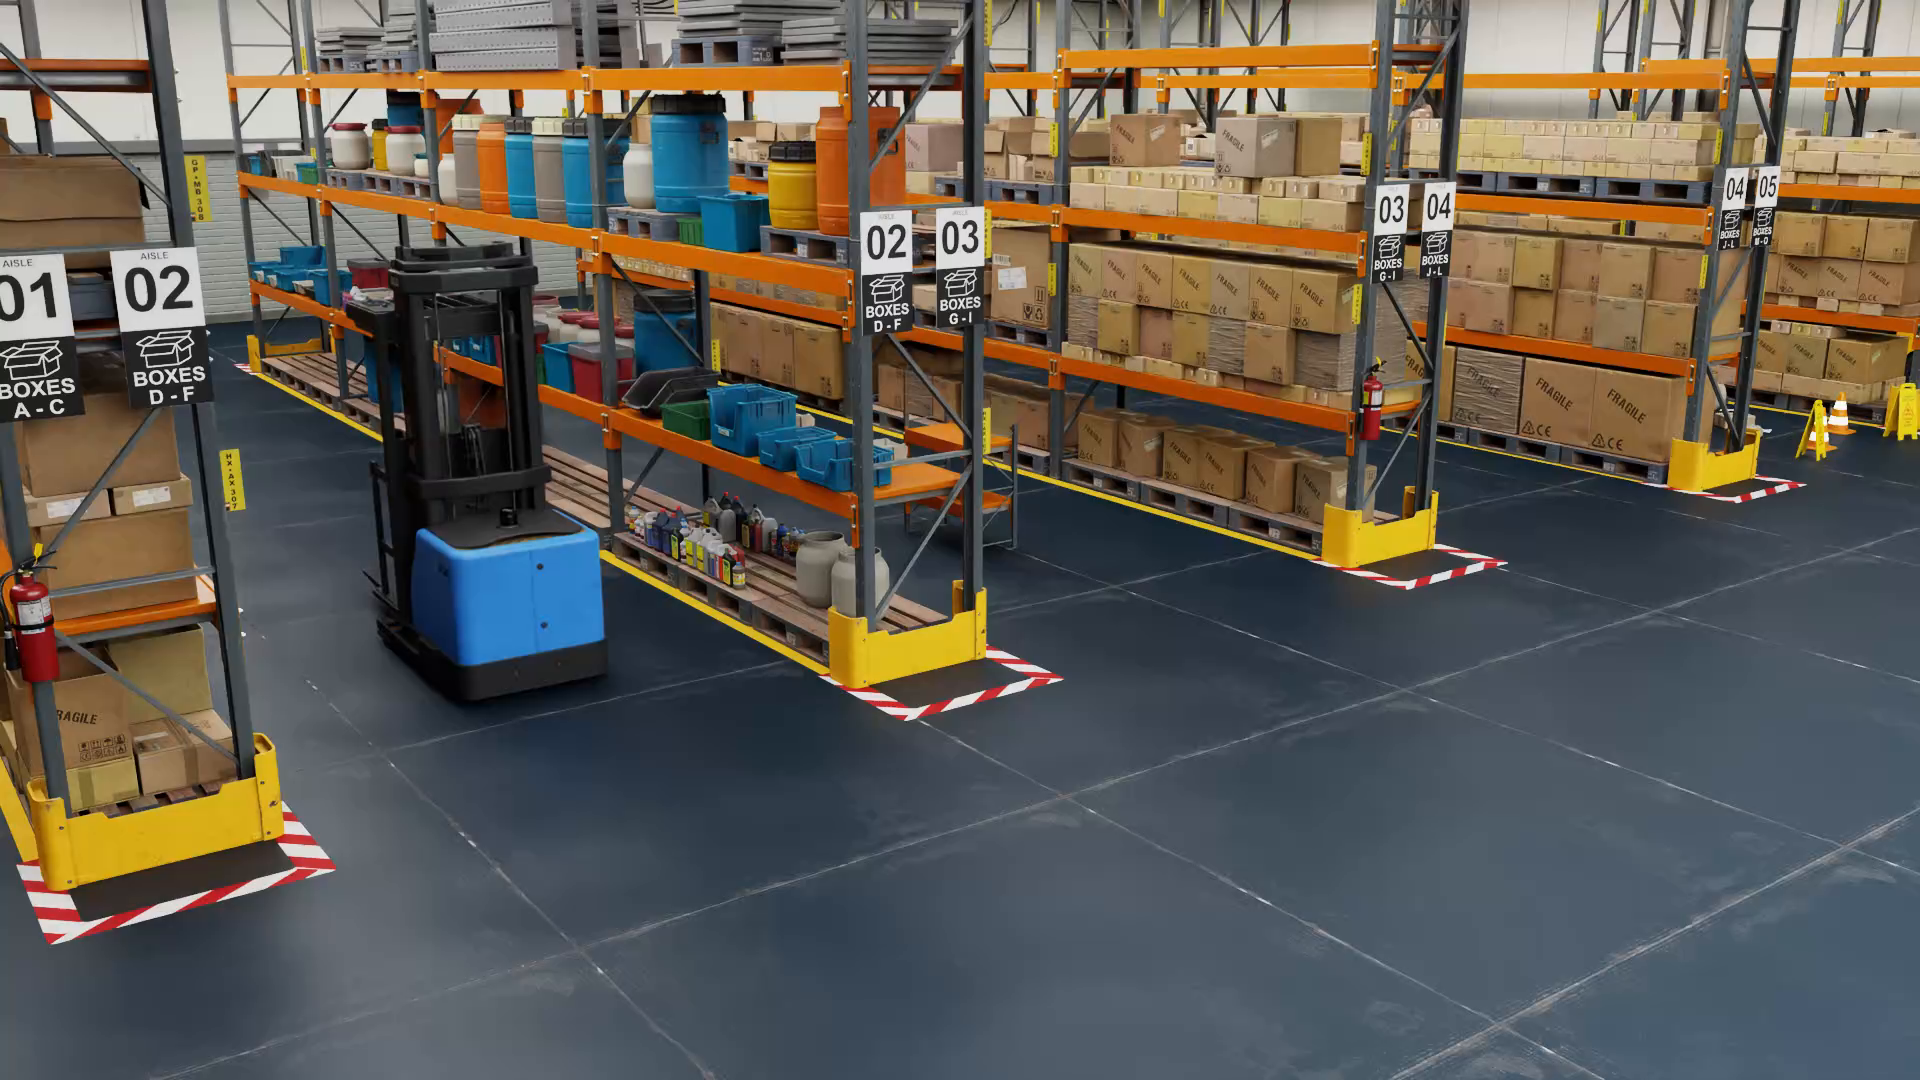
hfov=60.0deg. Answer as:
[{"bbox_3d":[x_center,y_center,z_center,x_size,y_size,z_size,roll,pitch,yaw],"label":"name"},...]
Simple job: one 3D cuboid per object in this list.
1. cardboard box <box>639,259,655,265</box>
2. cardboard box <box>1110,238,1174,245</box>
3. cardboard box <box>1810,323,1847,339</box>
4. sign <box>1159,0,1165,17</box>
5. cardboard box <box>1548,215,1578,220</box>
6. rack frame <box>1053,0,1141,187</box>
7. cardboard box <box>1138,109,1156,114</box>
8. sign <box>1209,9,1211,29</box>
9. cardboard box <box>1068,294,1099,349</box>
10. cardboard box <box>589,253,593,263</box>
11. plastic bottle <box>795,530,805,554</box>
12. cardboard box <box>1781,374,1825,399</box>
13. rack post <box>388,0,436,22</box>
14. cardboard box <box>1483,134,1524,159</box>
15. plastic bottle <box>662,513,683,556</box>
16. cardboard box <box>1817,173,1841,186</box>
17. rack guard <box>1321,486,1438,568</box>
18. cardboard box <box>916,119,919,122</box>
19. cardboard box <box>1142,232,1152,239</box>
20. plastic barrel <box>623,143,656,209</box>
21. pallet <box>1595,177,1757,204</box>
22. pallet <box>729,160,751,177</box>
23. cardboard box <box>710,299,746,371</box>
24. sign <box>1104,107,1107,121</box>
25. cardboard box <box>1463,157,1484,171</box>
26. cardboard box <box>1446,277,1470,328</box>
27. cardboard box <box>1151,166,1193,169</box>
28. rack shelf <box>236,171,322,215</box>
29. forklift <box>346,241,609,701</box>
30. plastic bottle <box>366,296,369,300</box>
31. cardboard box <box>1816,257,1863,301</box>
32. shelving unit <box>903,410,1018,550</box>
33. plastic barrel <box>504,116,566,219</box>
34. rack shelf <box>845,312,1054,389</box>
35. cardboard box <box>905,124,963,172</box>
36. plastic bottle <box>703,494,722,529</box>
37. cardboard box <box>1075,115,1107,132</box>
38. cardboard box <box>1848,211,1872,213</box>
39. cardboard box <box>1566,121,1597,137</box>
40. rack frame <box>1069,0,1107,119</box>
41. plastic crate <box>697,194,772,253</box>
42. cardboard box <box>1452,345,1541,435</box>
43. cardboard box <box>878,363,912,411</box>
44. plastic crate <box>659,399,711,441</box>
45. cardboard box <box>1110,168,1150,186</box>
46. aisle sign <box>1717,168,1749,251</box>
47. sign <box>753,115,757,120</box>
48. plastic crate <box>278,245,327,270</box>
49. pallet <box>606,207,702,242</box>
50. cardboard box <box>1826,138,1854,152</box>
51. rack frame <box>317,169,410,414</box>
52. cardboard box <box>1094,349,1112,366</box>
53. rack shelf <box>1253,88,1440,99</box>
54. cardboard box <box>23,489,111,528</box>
[{"bbox_3d":[-4.404,-4.218,24.524,0.500,0.250,0.500,-10,18,-33],"label":"cardboard box"},{"bbox_3d":[1.865,-2.786,16.926,0.500,0.500,0.500,-11,19,-35],"label":"cardboard box"},{"bbox_3d":[10.793,-2.599,20.654,0.380,0.149,0.250,-10,18,-33],"label":"cardboard box"},{"bbox_3d":[2.664,-7.064,21.920,0.100,0.325,0.005,-11,19,-35],"label":"sign"},{"bbox_3d":[8.524,-4.619,23.495,0.380,0.149,0.250,-12,19,-36],"label":"cardboard box"},{"bbox_3d":[1.378,-5.059,16.514,1.000,3.000,0.127,-11,19,-35],"label":"rack frame"},{"bbox_3d":[3.402,-7.558,30.153,0.500,0.500,0.500,-10,18,-34],"label":"cardboard box"},{"bbox_3d":[4.227,-8.752,27.936,0.100,0.325,0.005,-11,19,-35],"label":"sign"},{"bbox_3d":[1.592,-2.251,16.867,0.875,0.500,0.500,-11,19,-35],"label":"cardboard box"},{"bbox_3d":[-5.584,-4.425,26.038,0.380,0.149,0.250,-11,19,-35],"label":"cardboard box"},{"bbox_3d":[-1.292,0.052,13.537,0.097,0.271,0.097,0,15,0],"label":"plastic bottle"},{"bbox_3d":[10.755,-1.969,21.000,0.500,0.250,0.500,-11,19,-34],"label":"cardboard box"},{"bbox_3d":[-5.518,-5.544,17.310,0.624,0.289,0.986,-11,19,-35],"label":"rack post"},{"bbox_3d":[6.105,-4.319,18.229,0.500,0.250,0.500,-11,19,-35],"label":"cardboard box"},{"bbox_3d":[-2.379,-0.054,13.776,0.144,0.351,0.185,-12,19,-37],"label":"plastic bottle"},{"bbox_3d":[10.728,-4.428,20.367,0.380,0.149,0.250,-11,19,-35],"label":"cardboard box"},{"bbox_3d":[3.685,-0.122,14.574,1.175,0.500,0.348,-11,19,-35],"label":"rack guard"},{"bbox_3d":[-0.607,-6.777,27.056,0.380,0.149,0.250,-11,19,-35],"label":"cardboard box"},{"bbox_3d":[2.822,-4.322,23.739,0.380,0.149,0.250,-11,19,-36],"label":"cardboard box"},{"bbox_3d":[-2.534,-2.978,13.584,0.421,0.512,0.421,0,15,0],"label":"plastic barrel"},{"bbox_3d":[7.356,-3.620,17.108,1.003,0.211,1.213,-11,19,-35],"label":"pallet"},{"bbox_3d":[-2.747,-5.040,22.489,0.805,0.209,1.217,-12,19,-37],"label":"pallet"},{"bbox_3d":[-2.934,-2.918,23.285,1.225,0.875,0.875,-11,19,-34],"label":"cardboard box"},{"bbox_3d":[2.785,-8.183,32.083,0.100,0.325,0.005,-11,19,-35],"label":"sign"},{"bbox_3d":[5.835,-4.198,18.540,0.380,0.149,0.250,-11,19,-35],"label":"cardboard box"},{"bbox_3d":[6.017,-2.795,19.323,0.875,0.550,0.550,-11,19,-35],"label":"cardboard box"},{"bbox_3d":[2.103,-3.596,16.381,0.380,0.149,0.250,-12,19,-37],"label":"cardboard box"},{"bbox_3d":[-8.508,-4.632,21.998,1.077,0.370,4.000,-11,19,-35],"label":"rack shelf"},{"bbox_3d":[-3.672,-0.684,12.022,1.130,2.935,3.031,-10,18,-33],"label":"forklift"},{"bbox_3d":[-6.940,-2.715,19.533,0.061,0.283,0.133,-11,19,-35],"label":"plastic bottle"},{"bbox_3d":[10.913,-3.222,20.413,0.500,0.500,0.500,-11,19,-34],"label":"cardboard box"},{"bbox_3d":[-0.004,-0.544,14.933,0.538,1.125,1.048,-11,19,-35],"label":"shelving unit"},{"bbox_3d":[-3.872,-3.439,15.329,0.600,0.901,0.708,-11,19,-35],"label":"plastic barrel"},{"bbox_3d":[0.202,-2.246,18.961,1.077,0.370,4.000,-11,19,-35],"label":"rack shelf"},{"bbox_3d":[-0.309,-4.400,18.653,0.500,0.500,0.500,-12,19,-36],"label":"cardboard box"},{"bbox_3d":[-2.133,-0.216,14.368,0.144,0.351,0.185,-11,19,-35],"label":"plastic bottle"},{"bbox_3d":[1.876,-5.950,23.811,0.396,0.266,0.258,-11,19,-35],"label":"cardboard box"},{"bbox_3d":[13.839,-4.958,25.528,0.380,0.149,0.250,-11,19,-34],"label":"cardboard box"},{"bbox_3d":[6.581,-4.311,17.445,0.380,0.149,0.250,-11,19,-35],"label":"cardboard box"},{"bbox_3d":[2.338,-9.160,31.496,1.000,3.000,0.127,-11,19,-35],"label":"rack frame"},{"bbox_3d":[-1.642,-2.342,12.299,0.392,0.384,0.575,-11,19,-35],"label":"plastic crate"},{"bbox_3d":[6.295,-1.754,19.034,0.875,0.875,0.875,-11,19,-34],"label":"cardboard box"},{"bbox_3d":[-0.564,-1.886,20.187,0.700,0.500,0.500,-12,19,-37],"label":"cardboard box"},{"bbox_3d":[-2.059,-0.961,13.306,0.450,0.188,0.662,-11,19,-35],"label":"plastic crate"},{"bbox_3d":[1.674,-3.507,16.055,0.380,0.149,0.250,-11,19,-34],"label":"cardboard box"},{"bbox_3d":[7.600,-3.252,16.351,0.394,0.787,0.004,-11,19,-35],"label":"aisle sign"},{"bbox_3d":[-2.893,-5.808,23.357,0.100,0.325,0.005,-11,19,-35],"label":"sign"},{"bbox_3d":[-9.336,-3.963,23.691,0.616,0.435,0.499,-11,19,-35],"label":"plastic crate"},{"bbox_3d":[-2.125,-2.613,13.619,1.213,0.211,1.003,-11,19,-35],"label":"pallet"},{"bbox_3d":[10.777,-4.814,20.267,0.380,0.149,0.250,-11,19,-35],"label":"cardboard box"},{"bbox_3d":[-7.332,-3.105,20.739,1.000,3.000,0.127,-11,19,-35],"label":"rack frame"},{"bbox_3d":[1.567,-1.847,16.619,0.380,0.149,0.250,-11,19,-35],"label":"cardboard box"},{"bbox_3d":[5.866,-7.339,26.963,1.077,0.370,4.000,-11,19,-35],"label":"rack shelf"},{"bbox_3d":[-4.664,-0.188,8.661,0.380,0.149,0.250,-11,19,-35],"label":"cardboard box"}]
